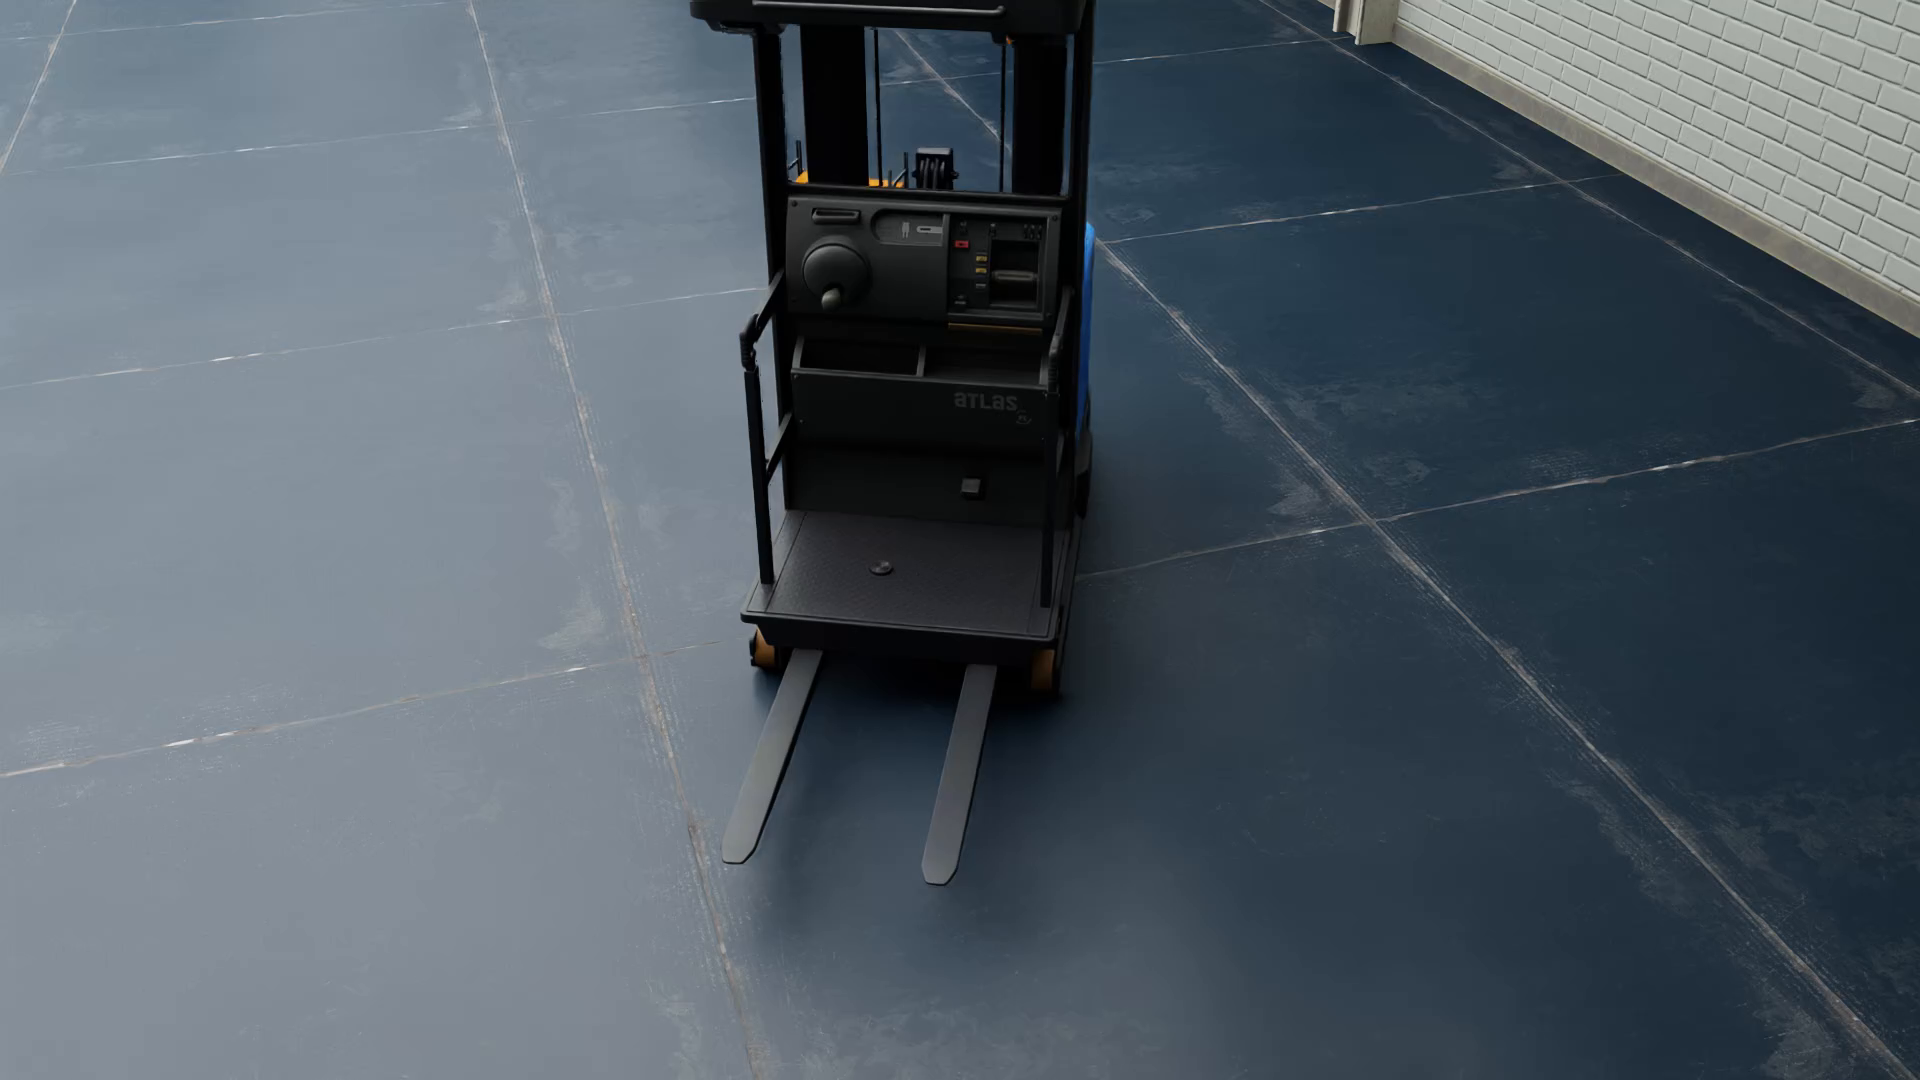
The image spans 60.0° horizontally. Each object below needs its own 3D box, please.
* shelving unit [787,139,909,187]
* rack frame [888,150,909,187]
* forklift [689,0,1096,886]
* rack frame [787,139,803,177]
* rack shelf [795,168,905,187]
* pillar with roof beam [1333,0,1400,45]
[{"bbox_3d":[-0.494,-1.135,7.379,0.503,1.200,0.258,9,35,13],"label":"shelving unit"},{"bbox_3d":[-0.259,-1.098,7.323,0.015,1.200,0.240,9,35,13],"label":"rack frame"},{"bbox_3d":[-0.155,-0.887,5.434,1.130,2.935,3.031,5,34,7],"label":"forklift"},{"bbox_3d":[-0.728,-1.172,7.435,0.015,1.200,0.240,9,35,13],"label":"rack frame"},{"bbox_3d":[-0.494,-1.463,7.162,0.480,0.148,0.258,9,35,13],"label":"rack shelf"},{"bbox_3d":[-1.073,-6.816,8.902,9.100,9.000,0.400,-10,35,-15],"label":"pillar with roof beam"}]
